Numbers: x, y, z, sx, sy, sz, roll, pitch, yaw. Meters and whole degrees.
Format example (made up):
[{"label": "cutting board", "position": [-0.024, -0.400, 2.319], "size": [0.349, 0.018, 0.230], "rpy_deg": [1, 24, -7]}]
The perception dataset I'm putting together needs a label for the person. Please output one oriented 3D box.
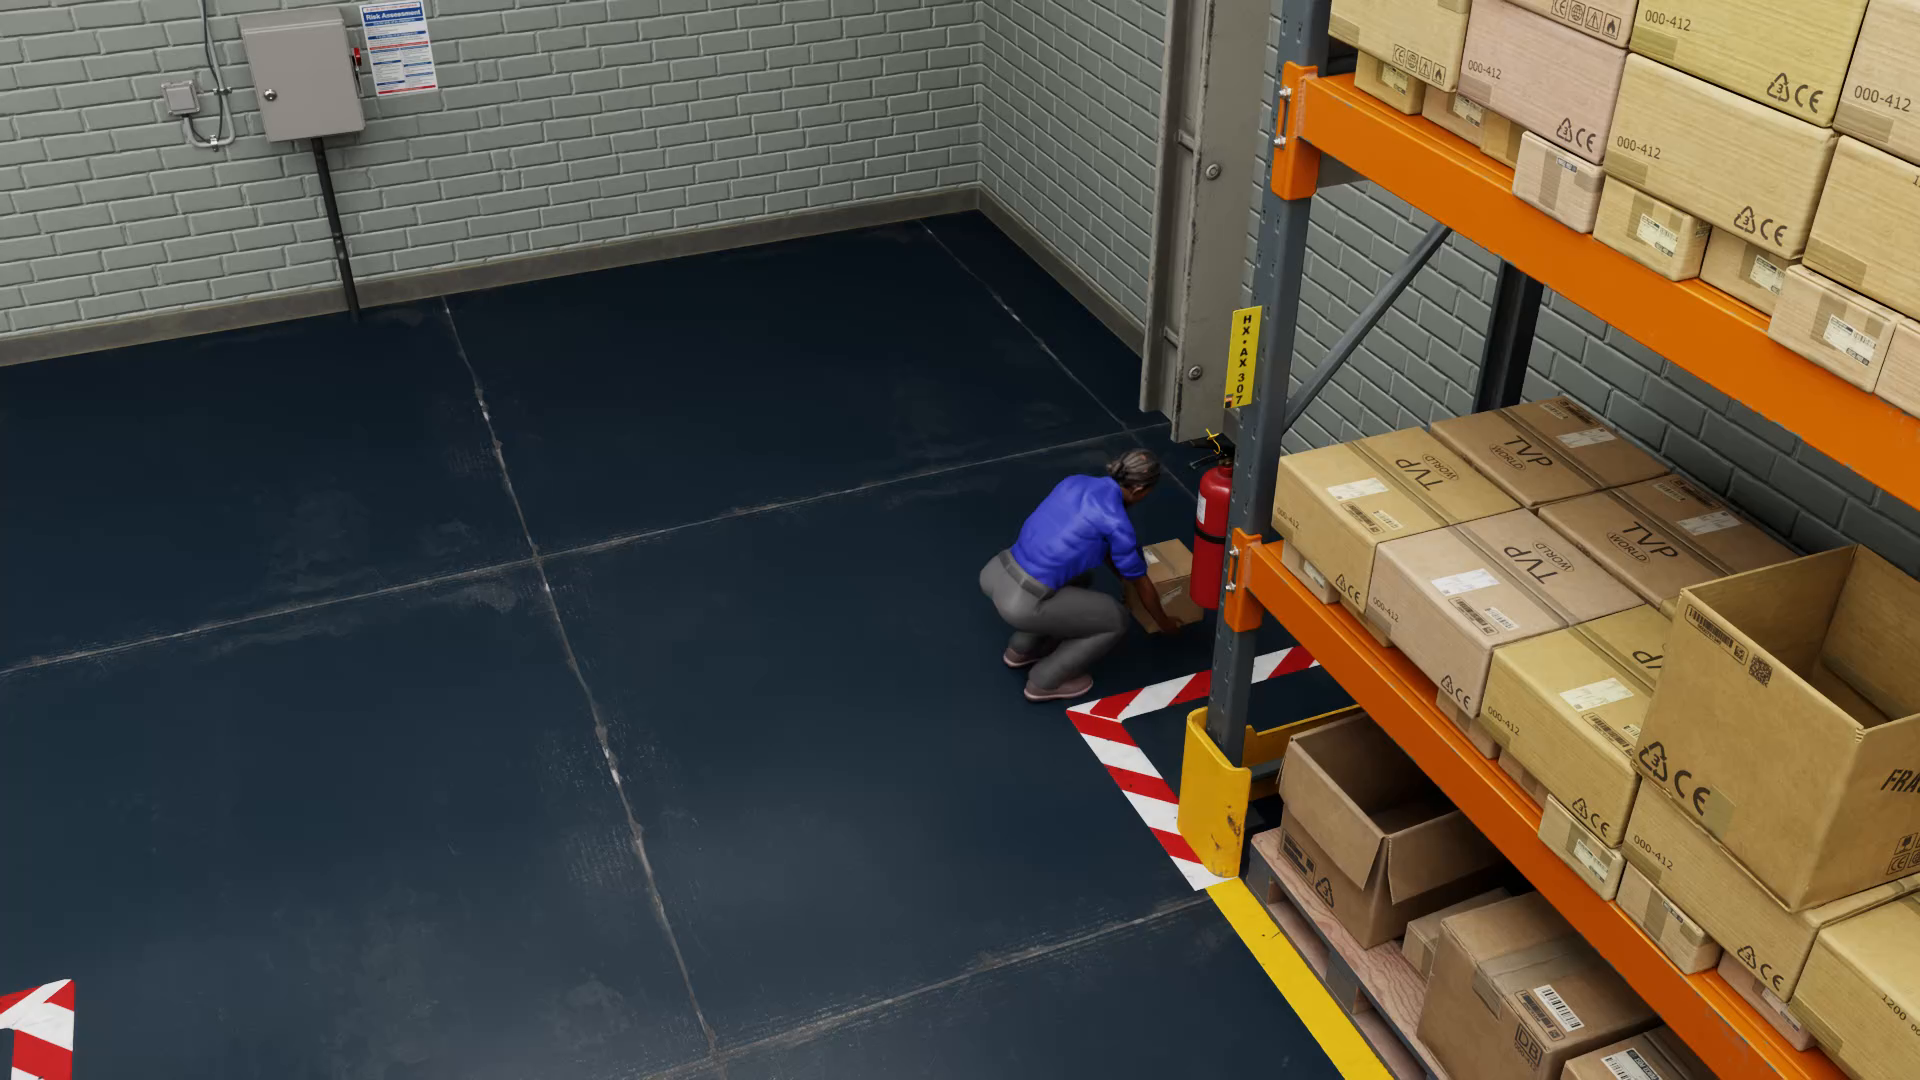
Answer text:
[{"label": "person", "position": [0.475, 0.125, 6.609], "size": [0.822, 0.946, 0.482], "rpy_deg": [-12, 36, -17]}]
